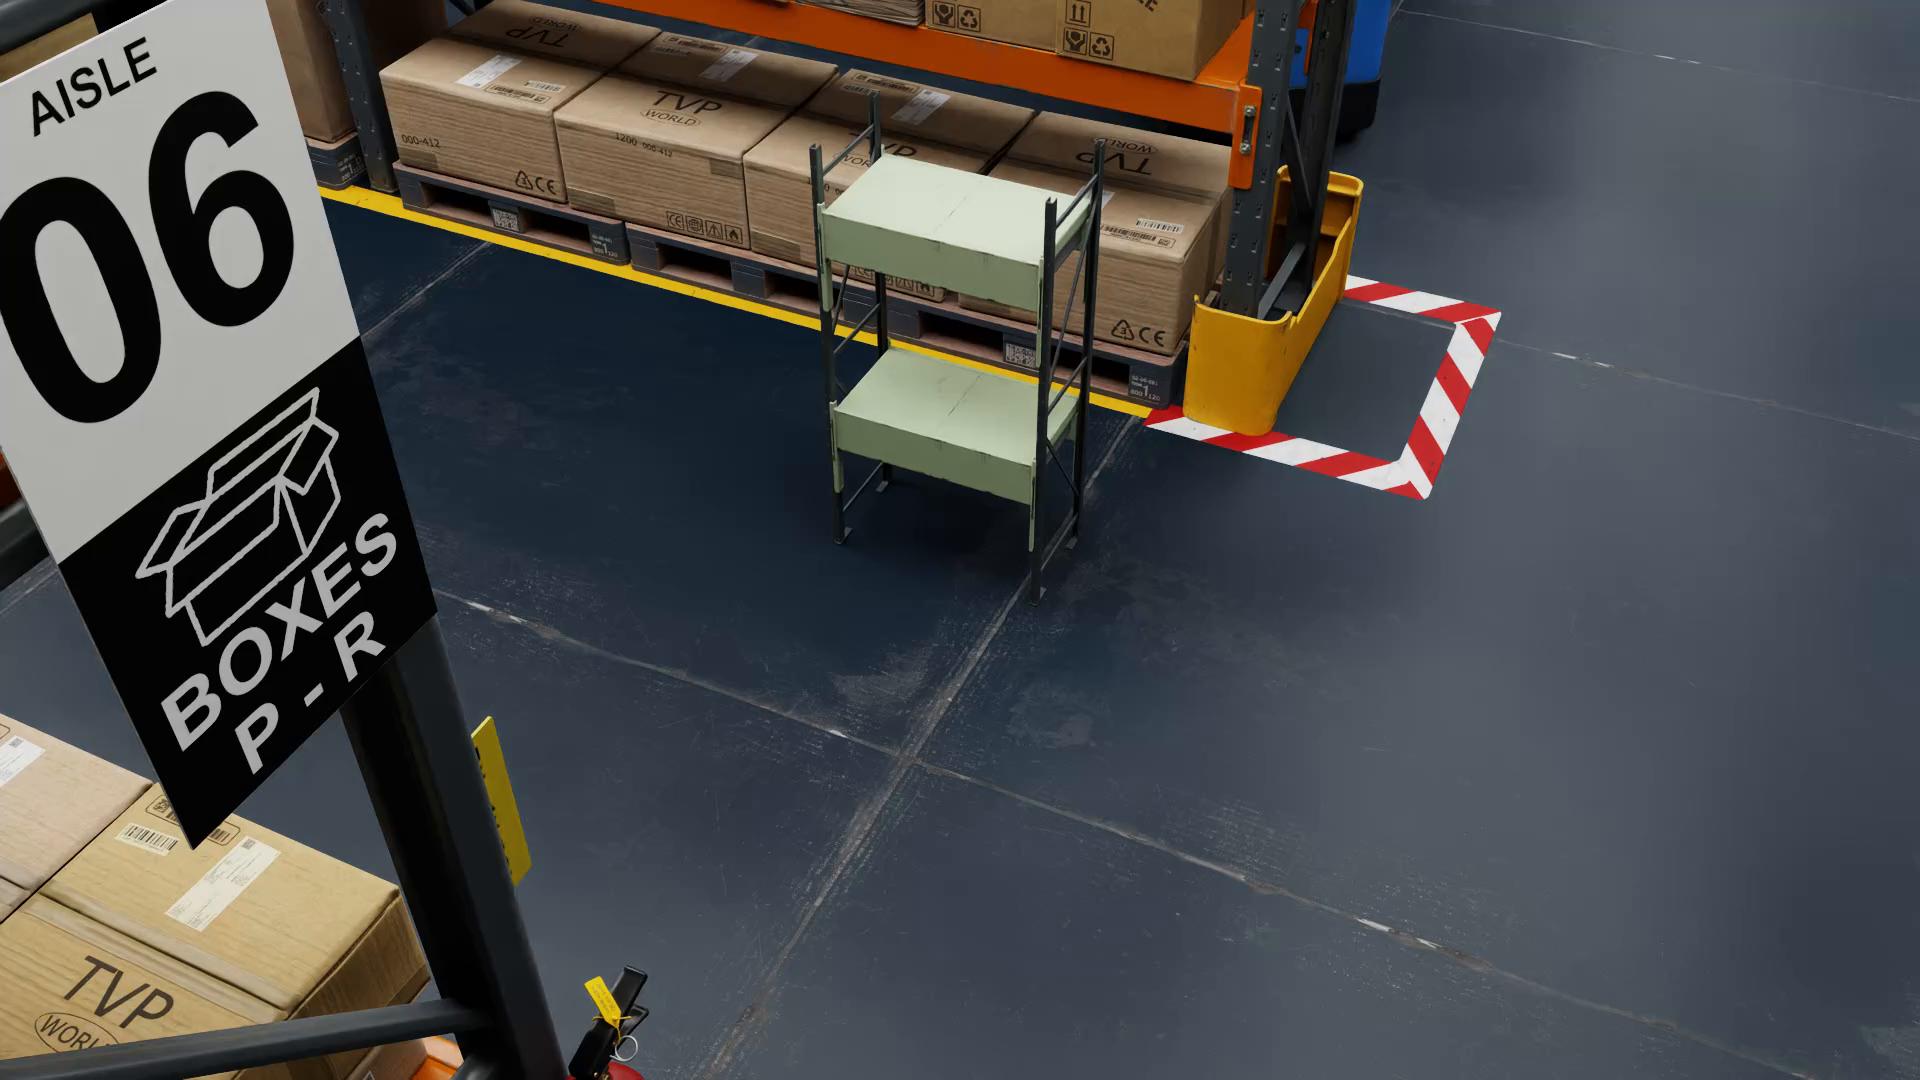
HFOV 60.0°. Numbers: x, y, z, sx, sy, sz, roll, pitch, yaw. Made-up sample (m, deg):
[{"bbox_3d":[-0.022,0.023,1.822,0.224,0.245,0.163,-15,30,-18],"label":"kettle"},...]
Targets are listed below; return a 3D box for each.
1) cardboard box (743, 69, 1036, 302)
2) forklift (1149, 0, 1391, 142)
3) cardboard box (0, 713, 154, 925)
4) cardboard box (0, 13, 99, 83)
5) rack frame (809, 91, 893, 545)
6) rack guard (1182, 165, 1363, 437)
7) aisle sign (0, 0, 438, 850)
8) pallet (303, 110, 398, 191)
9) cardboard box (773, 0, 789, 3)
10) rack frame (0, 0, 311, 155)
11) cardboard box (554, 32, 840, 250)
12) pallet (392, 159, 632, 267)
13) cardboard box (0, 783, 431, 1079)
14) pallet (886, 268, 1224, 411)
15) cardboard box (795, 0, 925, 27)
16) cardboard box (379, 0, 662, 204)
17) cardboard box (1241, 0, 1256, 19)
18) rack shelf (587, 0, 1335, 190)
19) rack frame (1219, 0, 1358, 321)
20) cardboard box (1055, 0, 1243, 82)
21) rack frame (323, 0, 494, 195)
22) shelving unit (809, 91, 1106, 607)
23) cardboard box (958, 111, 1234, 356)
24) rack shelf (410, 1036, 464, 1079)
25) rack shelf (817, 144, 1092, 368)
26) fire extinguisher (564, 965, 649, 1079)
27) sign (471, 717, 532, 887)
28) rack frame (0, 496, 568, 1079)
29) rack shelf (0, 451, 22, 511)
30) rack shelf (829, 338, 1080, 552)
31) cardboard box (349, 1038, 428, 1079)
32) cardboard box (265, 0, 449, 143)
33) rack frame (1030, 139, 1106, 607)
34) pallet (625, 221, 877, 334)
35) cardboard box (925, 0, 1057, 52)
[{"bbox_3d":[-0.270,-1.468,6.789,0.875,0.438,0.875,18,44,20],"label":"cardboard box"},{"bbox_3d":[1.223,-3.928,8.044,1.130,2.935,3.031,-6,41,-7],"label":"forklift"},{"bbox_3d":[-1.646,0.561,2.700,0.500,0.250,0.500,17,44,19],"label":"cardboard box"},{"bbox_3d":[-1.178,-0.432,1.556,0.500,0.250,0.500,17,44,18],"label":"cardboard box"},{"bbox_3d":[-0.338,-0.670,5.378,0.023,1.500,0.400,17,44,19],"label":"rack frame"},{"bbox_3d":[1.225,-0.954,6.469,0.348,0.500,1.175,17,44,19],"label":"rack guard"},{"bbox_3d":[-0.706,-0.096,1.586,0.004,0.787,0.394,17,44,19],"label":"aisle sign"},{"bbox_3d":[-3.153,-2.128,8.044,1.213,0.211,1.003,17,44,19],"label":"pallet"},{"bbox_3d":[-0.738,-2.339,6.083,0.500,0.500,0.500,18,44,20],"label":"cardboard box"},{"bbox_3d":[-0.892,-1.225,0.293,0.127,3.000,1.000,17,44,19],"label":"rack frame"},{"bbox_3d":[-1.086,-1.718,7.078,0.875,0.438,0.875,16,43,17],"label":"cardboard box"},{"bbox_3d":[-1.765,-1.702,7.553,1.213,0.211,1.003,17,44,19],"label":"pallet"},{"bbox_3d":[-1.189,0.701,2.539,0.500,0.250,0.500,17,44,19],"label":"cardboard box"},{"bbox_3d":[0.446,-1.027,6.773,1.213,0.211,1.003,17,44,19],"label":"pallet"},{"bbox_3d":[-0.264,-2.204,5.926,0.500,0.500,0.500,18,44,20],"label":"cardboard box"},{"bbox_3d":[-1.898,-1.966,7.364,0.875,0.438,0.875,16,44,18],"label":"cardboard box"},{"bbox_3d":[0.890,-2.246,5.975,0.500,0.500,0.500,17,44,18],"label":"cardboard box"},{"bbox_3d":[-0.609,-2.187,6.533,4.000,0.370,1.077,17,44,19],"label":"rack shelf"},{"bbox_3d":[1.203,-1.905,5.658,0.127,3.000,1.000,17,44,19],"label":"rack frame"},{"bbox_3d":[0.654,-1.920,5.598,0.500,0.500,0.500,17,44,19],"label":"cardboard box"},{"bbox_3d":[-2.421,-3.013,6.936,0.127,3.000,1.000,17,44,19],"label":"rack frame"},{"bbox_3d":[-0.006,-0.569,5.261,0.755,1.500,0.431,17,44,19],"label":"shelving unit"},{"bbox_3d":[0.563,-1.219,6.502,0.875,0.438,0.875,16,43,17],"label":"cardboard box"},{"bbox_3d":[-2.704,0.760,3.132,4.000,0.370,1.077,17,44,19],"label":"rack shelf"},{"bbox_3d":[-0.006,-0.863,5.005,0.720,0.370,0.431,17,44,19],"label":"rack shelf"},{"bbox_3d":[-0.563,0.978,2.675,0.183,0.674,0.296,17,44,19],"label":"fire extinguisher"},{"bbox_3d":[-0.663,0.393,2.346,0.005,0.325,0.100,17,44,19],"label":"sign"},{"bbox_3d":[-0.892,1.042,2.258,0.127,3.000,1.000,17,44,19],"label":"rack frame"},{"bbox_3d":[-2.704,-0.374,2.150,4.000,0.370,1.077,17,44,19],"label":"rack shelf"},{"bbox_3d":[-0.006,-0.322,5.474,0.720,0.370,0.431,17,44,19],"label":"rack shelf"},{"bbox_3d":[-1.074,0.883,2.633,0.250,0.149,0.380,17,44,18],"label":"cardboard box"},{"bbox_3d":[-3.017,-2.493,7.638,0.875,0.875,0.875,18,44,20],"label":"cardboard box"},{"bbox_3d":[0.326,-0.467,5.144,0.023,1.500,0.400,17,44,19],"label":"rack frame"},{"bbox_3d":[-0.656,-1.365,7.164,1.213,0.211,1.003,17,44,19],"label":"pallet"},{"bbox_3d":[0.206,-2.068,5.769,0.500,0.500,0.500,16,43,18],"label":"cardboard box"}]
